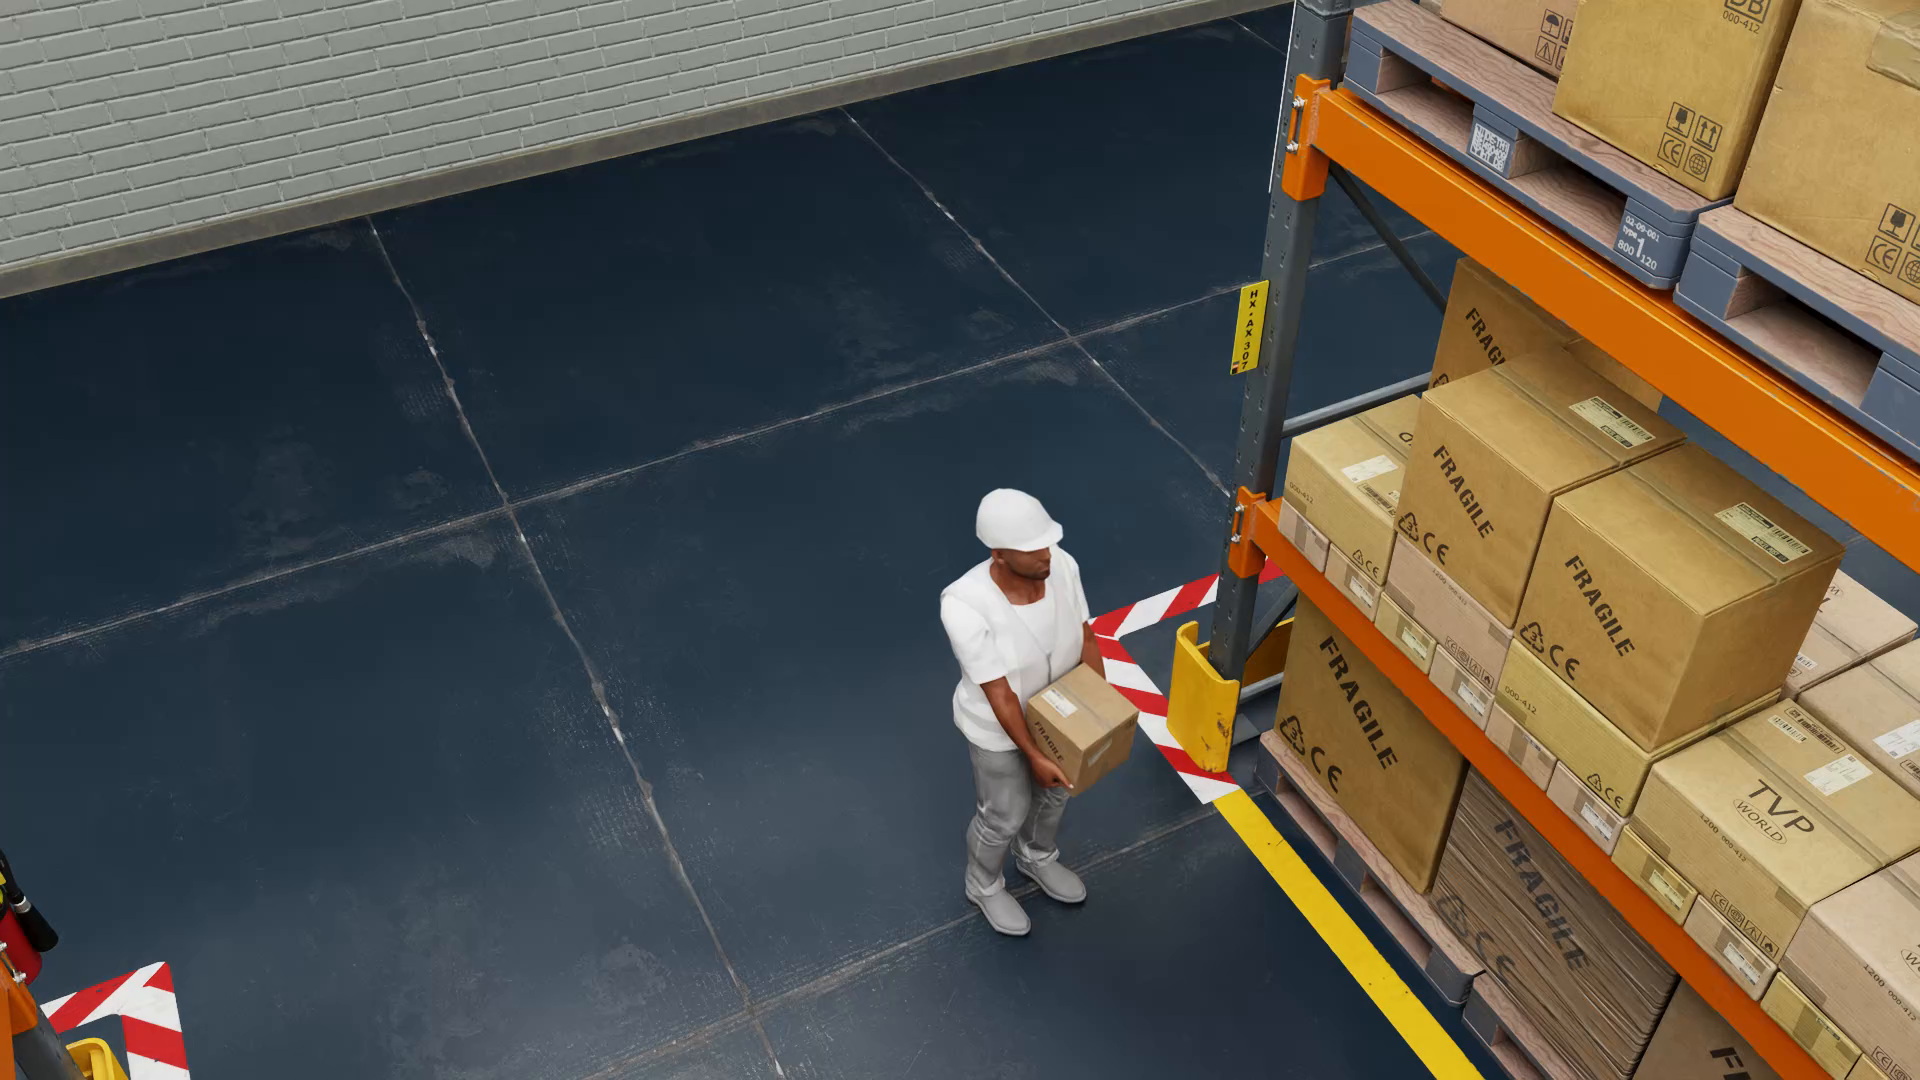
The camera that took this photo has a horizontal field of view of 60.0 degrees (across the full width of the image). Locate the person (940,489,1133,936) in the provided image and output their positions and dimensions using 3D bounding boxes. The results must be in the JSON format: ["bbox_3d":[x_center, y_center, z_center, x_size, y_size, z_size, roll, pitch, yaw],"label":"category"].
[{"bbox_3d":[0.264,0.616,5.436,0.503,1.761,0.587,-30,49,-30],"label":"person"}]
